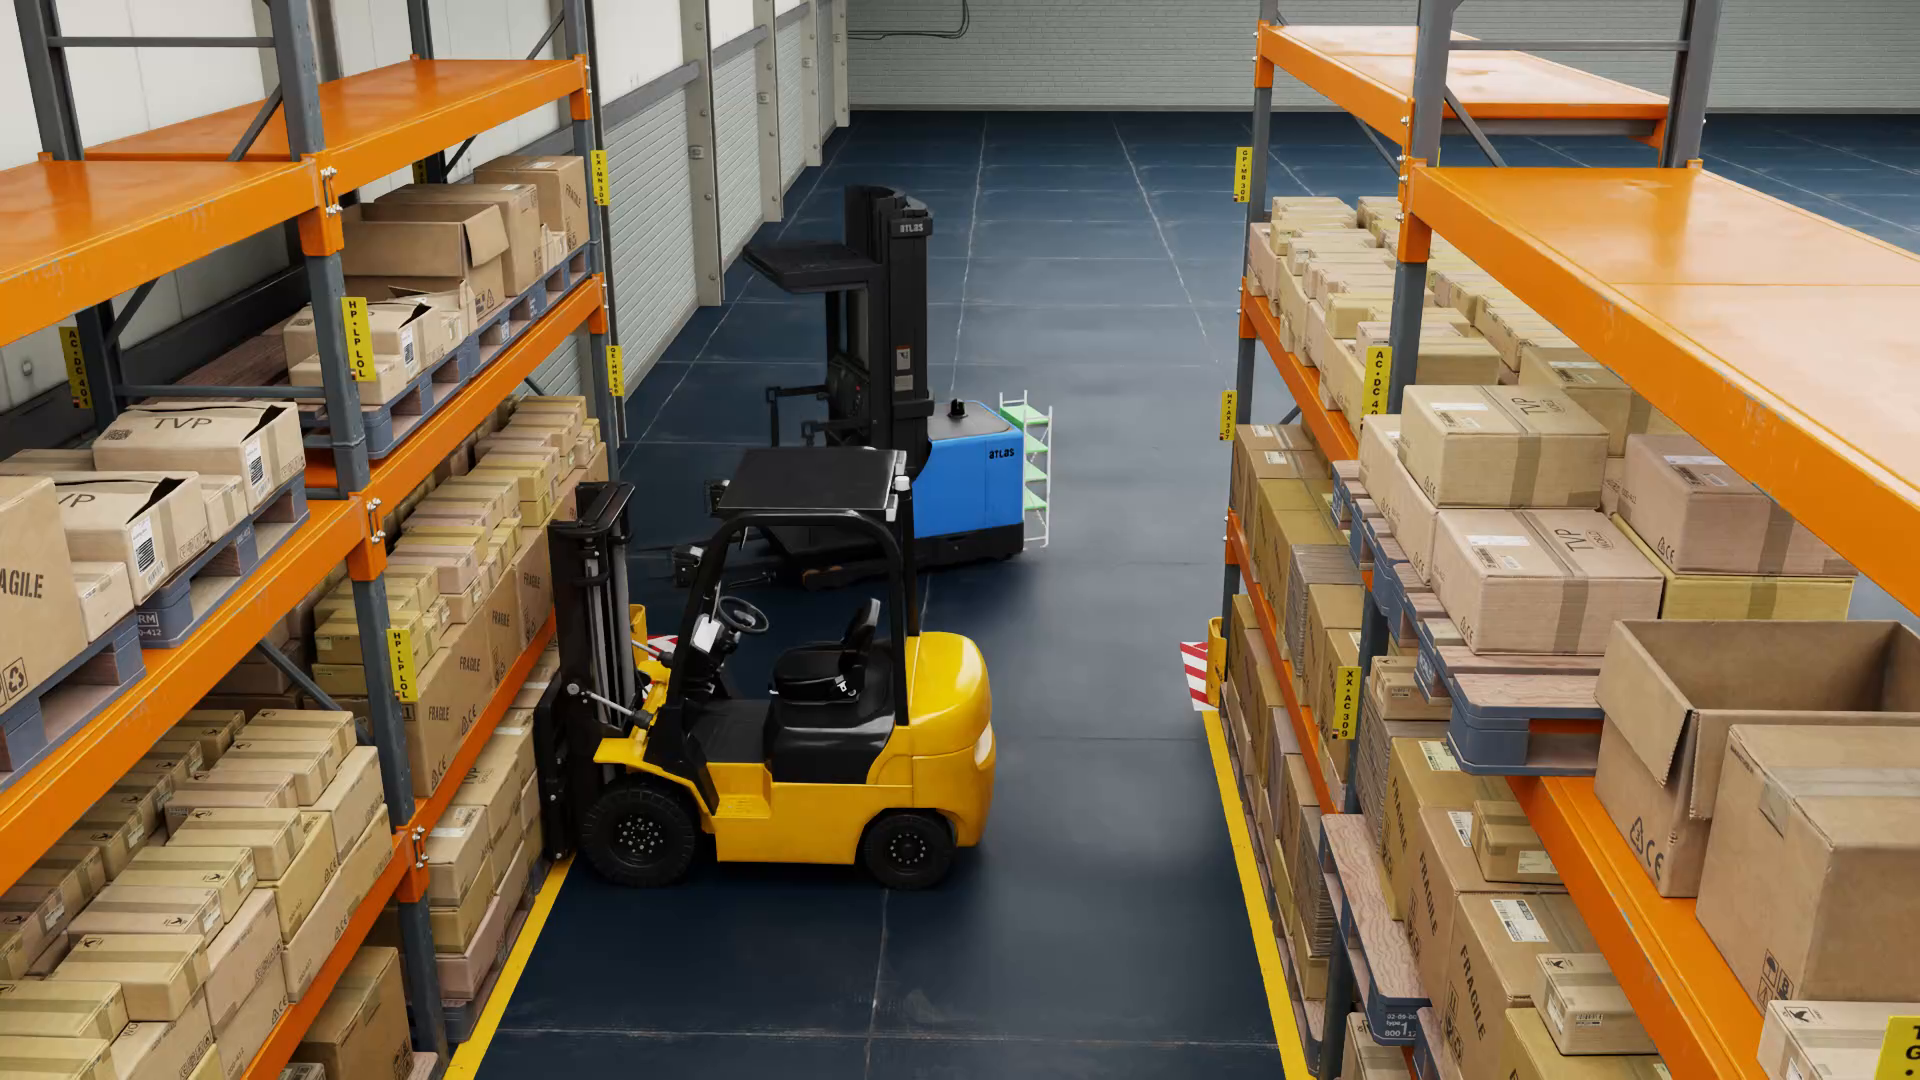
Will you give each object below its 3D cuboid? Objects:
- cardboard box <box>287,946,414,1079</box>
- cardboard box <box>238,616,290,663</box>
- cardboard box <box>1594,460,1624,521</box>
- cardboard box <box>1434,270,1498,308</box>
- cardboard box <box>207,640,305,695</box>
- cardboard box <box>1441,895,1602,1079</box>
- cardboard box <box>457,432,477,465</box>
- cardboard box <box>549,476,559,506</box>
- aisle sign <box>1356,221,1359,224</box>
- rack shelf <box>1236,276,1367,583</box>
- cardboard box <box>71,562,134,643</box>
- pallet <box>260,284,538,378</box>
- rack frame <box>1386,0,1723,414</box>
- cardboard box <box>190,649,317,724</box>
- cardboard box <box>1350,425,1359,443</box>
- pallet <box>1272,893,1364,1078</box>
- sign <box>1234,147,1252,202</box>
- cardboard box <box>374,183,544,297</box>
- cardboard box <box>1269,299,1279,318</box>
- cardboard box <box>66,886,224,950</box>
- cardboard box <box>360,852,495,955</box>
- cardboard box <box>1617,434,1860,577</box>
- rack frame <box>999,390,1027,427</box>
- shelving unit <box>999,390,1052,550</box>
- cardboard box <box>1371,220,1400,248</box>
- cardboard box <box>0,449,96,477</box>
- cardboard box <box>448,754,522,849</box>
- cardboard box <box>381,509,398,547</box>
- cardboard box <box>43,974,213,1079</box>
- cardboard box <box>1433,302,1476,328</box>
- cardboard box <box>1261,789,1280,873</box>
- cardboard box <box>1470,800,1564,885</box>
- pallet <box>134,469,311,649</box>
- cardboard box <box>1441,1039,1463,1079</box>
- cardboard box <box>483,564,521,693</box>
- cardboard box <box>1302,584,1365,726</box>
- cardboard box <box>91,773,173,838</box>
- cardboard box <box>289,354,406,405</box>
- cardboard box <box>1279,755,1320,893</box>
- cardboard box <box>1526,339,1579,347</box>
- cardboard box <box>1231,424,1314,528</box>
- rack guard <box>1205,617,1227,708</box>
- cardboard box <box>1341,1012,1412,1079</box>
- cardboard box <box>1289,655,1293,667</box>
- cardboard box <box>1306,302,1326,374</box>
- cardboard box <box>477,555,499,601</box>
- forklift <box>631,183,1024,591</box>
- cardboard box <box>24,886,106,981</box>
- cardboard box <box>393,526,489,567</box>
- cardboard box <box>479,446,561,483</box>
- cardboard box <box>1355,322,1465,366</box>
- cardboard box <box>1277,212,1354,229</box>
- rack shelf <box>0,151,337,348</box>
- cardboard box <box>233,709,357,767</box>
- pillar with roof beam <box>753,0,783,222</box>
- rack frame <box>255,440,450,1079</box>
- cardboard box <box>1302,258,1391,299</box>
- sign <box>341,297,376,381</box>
[{"bbox_3d":[-2.847,2.118,6.919,0.875,0.625,0.625,2,21,4],"label":"cardboard box"},{"bbox_3d":[-3.135,0.411,7.169,0.380,0.149,0.250,1,21,2],"label":"cardboard box"},{"bbox_3d":[2.225,-0.057,5.304,0.500,0.250,0.500,1,21,2],"label":"cardboard box"},{"bbox_3d":[2.439,-1.164,7.773,0.380,0.149,0.250,0,21,1],"label":"cardboard box"},{"bbox_3d":[-3.090,0.550,7.224,0.380,0.149,0.250,1,21,1],"label":"cardboard box"},{"bbox_3d":[1.770,1.402,4.932,0.500,0.500,0.500,0,21,-1],"label":"cardboard box"},{"bbox_3d":[-3.003,-0.518,9.564,0.380,0.149,0.250,1,21,2],"label":"cardboard box"},{"bbox_3d":[-2.479,-0.276,9.353,0.380,0.149,0.250,0,21,0],"label":"cardboard box"},{"bbox_3d":[2.532,-1.606,10.221,0.394,0.787,0.004,1,21,2],"label":"aisle sign"},{"bbox_3d":[2.180,-0.715,8.366,1.077,0.370,4.000,1,21,2],"label":"rack shelf"},{"bbox_3d":[-2.596,0.174,4.709,0.380,0.149,0.250,0,21,1],"label":"cardboard box"},{"bbox_3d":[-2.803,-1.088,8.455,1.003,0.211,1.213,1,21,2],"label":"pallet"},{"bbox_3d":[2.119,-1.726,5.830,1.000,3.000,0.127,1,21,2],"label":"rack frame"},{"bbox_3d":[-3.099,0.806,7.460,0.500,0.500,0.500,1,21,1],"label":"cardboard box"},{"bbox_3d":[1.903,-0.511,7.192,0.380,0.149,0.250,1,21,2],"label":"cardboard box"},{"bbox_3d":[2.104,2.128,8.046,1.003,0.211,1.213,1,21,2],"label":"pallet"},{"bbox_3d":[1.698,-2.187,9.957,0.100,0.325,0.005,1,21,2],"label":"sign"},{"bbox_3d":[-2.622,-1.584,8.754,0.700,0.500,0.500,1,21,2],"label":"cardboard box"},{"bbox_3d":[1.945,-1.349,9.352,0.380,0.149,0.250,1,21,3],"label":"cardboard box"},{"bbox_3d":[-2.641,1.257,5.400,0.380,0.149,0.250,1,21,2],"label":"cardboard box"},{"bbox_3d":[-2.520,1.699,7.825,0.500,0.250,0.500,1,21,1],"label":"cardboard box"},{"bbox_3d":[2.219,-0.106,4.738,0.500,0.250,0.500,1,21,3],"label":"cardboard box"},{"bbox_3d":[0.434,-0.657,13.853,0.240,1.200,0.015,-8,23,-20],"label":"rack frame"},{"bbox_3d":[0.525,-0.575,13.642,0.258,1.200,0.503,-8,23,-20],"label":"shelving unit"},{"bbox_3d":[2.430,-1.626,8.965,0.380,0.149,0.250,1,21,2],"label":"cardboard box"},{"bbox_3d":[-3.065,-0.201,5.676,0.380,0.149,0.250,1,21,2],"label":"cardboard box"},{"bbox_3d":[-2.489,1.282,8.211,0.500,0.250,0.500,1,21,2],"label":"cardboard box"},{"bbox_3d":[-3.064,-0.051,8.361,0.380,0.149,0.250,0,21,1],"label":"cardboard box"},{"bbox_3d":[-2.666,1.588,5.098,0.500,0.250,0.500,1,21,2],"label":"cardboard box"},{"bbox_3d":[2.440,-0.920,7.695,0.500,0.250,0.500,1,21,2],"label":"cardboard box"},{"bbox_3d":[1.894,1.564,8.865,0.500,0.250,0.500,1,21,2],"label":"cardboard box"},{"bbox_3d":[1.821,0.948,5.206,0.380,0.149,0.250,2,21,5],"label":"cardboard box"},{"bbox_3d":[-2.857,0.028,5.722,0.805,0.209,1.217,0,21,-1],"label":"pallet"},{"bbox_3d":[1.719,1.660,5.164,0.380,0.149,0.250,1,21,4],"label":"cardboard box"},{"bbox_3d":[-2.555,0.442,8.398,0.500,0.500,0.500,0,21,1],"label":"cardboard box"},{"bbox_3d":[1.892,0.536,7.744,0.500,0.500,0.500,1,21,3],"label":"cardboard box"},{"bbox_3d":[-3.137,0.980,6.114,0.380,0.149,0.250,1,21,1],"label":"cardboard box"},{"bbox_3d":[-2.526,-0.665,6.870,0.380,0.149,0.250,1,21,3],"label":"cardboard box"},{"bbox_3d":[1.882,1.407,8.234,0.500,0.500,0.500,1,21,3],"label":"cardboard box"},{"bbox_3d":[2.455,-0.692,6.558,0.380,0.149,0.250,0,21,1],"label":"cardboard box"},{"bbox_3d":[1.949,-0.392,10.137,0.500,0.500,0.500,0,21,1],"label":"cardboard box"},{"bbox_3d":[2.238,0.818,11.024,1.175,0.500,0.348,1,21,2],"label":"rack guard"},{"bbox_3d":[2.105,2.290,6.825,0.950,0.372,0.625,1,21,2],"label":"cardboard box"},{"bbox_3d":[1.889,0.609,8.453,0.380,0.149,0.250,0,21,1],"label":"cardboard box"},{"bbox_3d":[1.907,-0.925,7.710,0.500,0.250,0.500,0,21,1],"label":"cardboard box"},{"bbox_3d":[-2.493,0.185,8.163,0.380,0.149,0.250,0,21,1],"label":"cardboard box"},{"bbox_3d":[-1.054,-1.187,12.830,3.031,2.935,1.130,-8,23,-20],"label":"forklift"},{"bbox_3d":[-3.167,1.403,5.577,0.500,0.250,0.500,0,21,0],"label":"cardboard box"},{"bbox_3d":[-2.529,0.044,8.115,0.380,0.149,0.250,0,21,1],"label":"cardboard box"},{"bbox_3d":[-2.458,-0.415,9.299,0.380,0.149,0.250,1,21,3],"label":"cardboard box"},{"bbox_3d":[1.841,-0.794,6.819,0.380,0.149,0.250,0,21,0],"label":"cardboard box"},{"bbox_3d":[1.965,-1.721,9.209,0.380,0.149,0.250,1,21,2],"label":"cardboard box"},{"bbox_3d":[-2.904,-0.534,4.306,1.077,0.370,4.000,1,21,2],"label":"rack shelf"},{"bbox_3d":[-2.631,0.795,6.592,0.380,0.149,0.250,1,21,3],"label":"cardboard box"},{"bbox_3d":[1.207,-9.444,25.722,9.100,9.000,0.400,1,21,2],"label":"pillar with roof beam"},{"bbox_3d":[-2.843,1.018,7.052,1.000,3.000,0.127,1,21,2],"label":"rack frame"},{"bbox_3d":[1.862,-1.260,8.022,0.380,0.149,0.250,1,21,2],"label":"cardboard box"},{"bbox_3d":[-2.300,-0.766,6.353,0.100,0.325,0.005,1,21,2],"label":"sign"}]
